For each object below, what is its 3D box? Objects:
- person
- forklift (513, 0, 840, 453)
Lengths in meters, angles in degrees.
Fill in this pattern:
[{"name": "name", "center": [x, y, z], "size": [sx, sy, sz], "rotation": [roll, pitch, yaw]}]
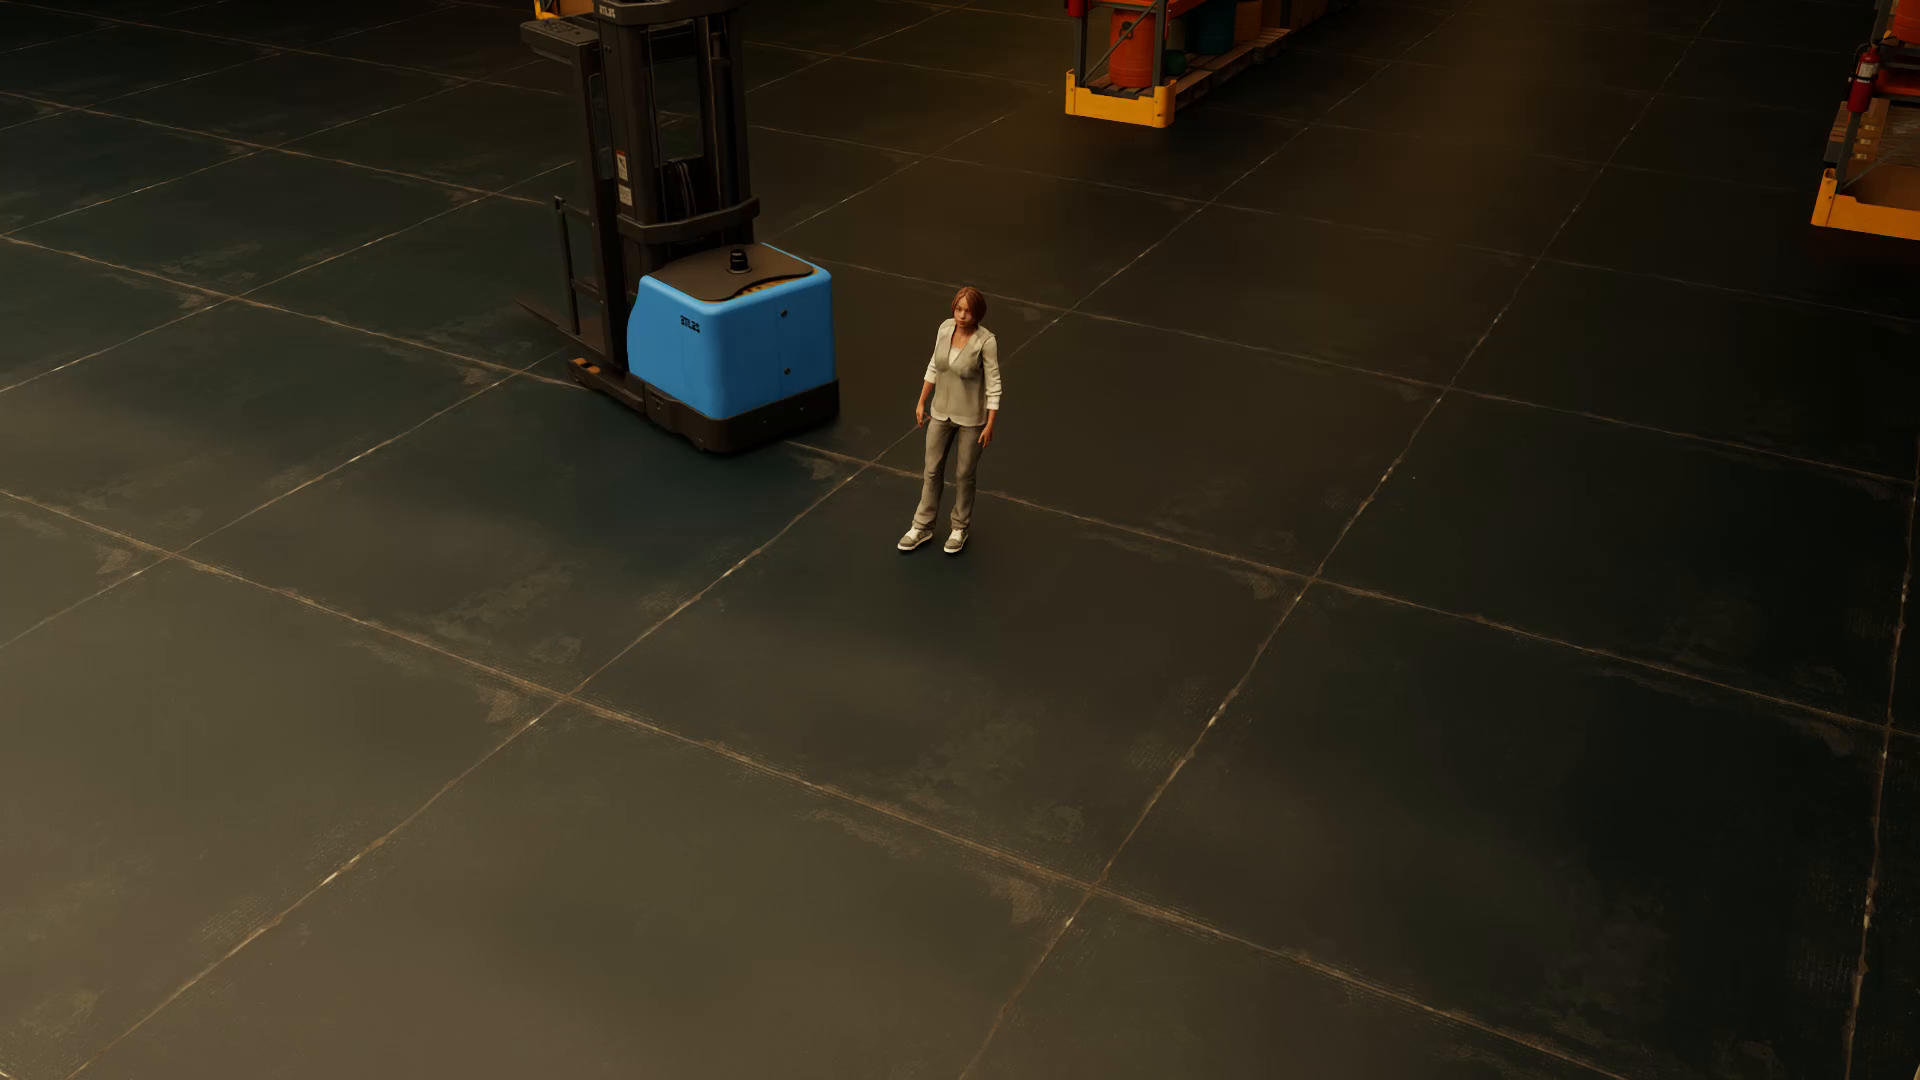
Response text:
[{"name": "person", "center": [-0.048, -0.669, 9.550], "size": [0.520, 1.597, 0.475], "rotation": [15, 33, 25]}, {"name": "forklift", "center": [-2.182, -2.491, 11.386], "size": [1.130, 2.935, 3.031], "rotation": [-24, 38, -35]}]
